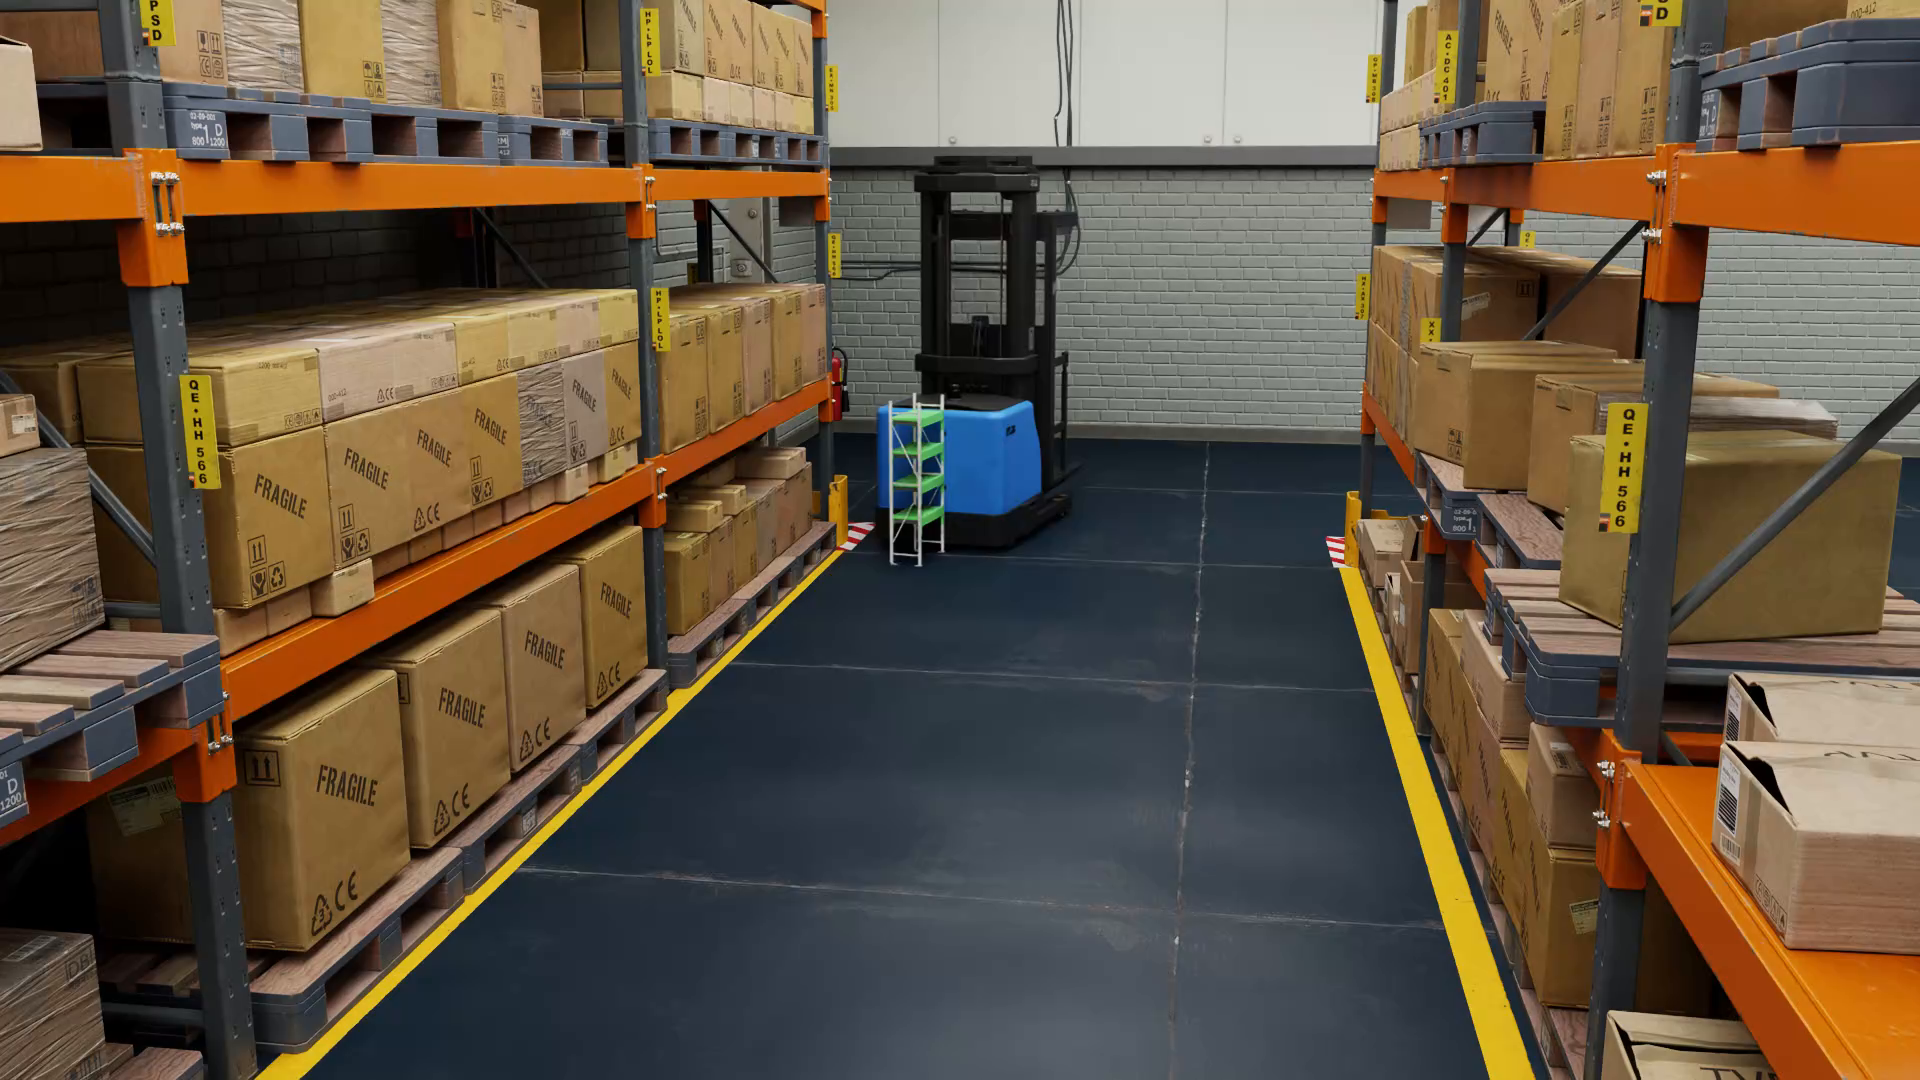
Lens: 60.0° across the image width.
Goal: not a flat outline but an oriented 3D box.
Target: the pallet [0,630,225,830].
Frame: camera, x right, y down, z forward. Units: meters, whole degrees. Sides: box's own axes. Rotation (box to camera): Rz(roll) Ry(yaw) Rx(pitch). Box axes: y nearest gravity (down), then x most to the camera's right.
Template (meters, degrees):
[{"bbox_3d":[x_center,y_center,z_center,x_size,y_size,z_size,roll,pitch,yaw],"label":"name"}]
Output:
[{"bbox_3d":[-2.708,0.451,4.236,1.213,0.211,1.003,2,12,9],"label":"pallet"}]

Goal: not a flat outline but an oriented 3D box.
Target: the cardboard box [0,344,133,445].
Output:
[{"bbox_3d":[-2.890,-0.468,5.274,0.500,0.250,0.500,2,12,10],"label":"cardboard box"}]

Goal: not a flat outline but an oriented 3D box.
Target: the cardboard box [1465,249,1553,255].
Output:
[{"bbox_3d":[3.548,-1.631,10.831,0.500,0.500,0.500,2,12,10],"label":"cardboard box"}]

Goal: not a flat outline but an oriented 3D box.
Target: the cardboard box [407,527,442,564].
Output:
[{"bbox_3d":[-2.254,-0.011,6.475,0.380,0.149,0.250,2,12,10],"label":"cardboard box"}]

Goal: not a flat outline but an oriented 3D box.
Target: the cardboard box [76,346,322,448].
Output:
[{"bbox_3d":[-2.375,-0.457,5.225,0.500,0.250,0.500,2,12,10],"label":"cardboard box"}]

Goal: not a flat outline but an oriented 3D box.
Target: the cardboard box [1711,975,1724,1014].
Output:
[{"bbox_3d":[2.619,1.177,5.299,0.500,0.500,0.500,1,12,7],"label":"cardboard box"}]

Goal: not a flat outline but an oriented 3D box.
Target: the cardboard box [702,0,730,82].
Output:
[{"bbox_3d":[-1.629,-2.887,9.494,0.500,0.500,0.500,2,12,7],"label":"cardboard box"}]

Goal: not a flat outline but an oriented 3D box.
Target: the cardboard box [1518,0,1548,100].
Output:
[{"bbox_3d":[2.576,-1.995,6.537,0.600,0.600,0.600,2,12,8],"label":"cardboard box"}]

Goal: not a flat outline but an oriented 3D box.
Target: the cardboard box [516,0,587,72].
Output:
[{"bbox_3d":[-2.212,-2.794,9.059,0.500,0.500,0.500,2,12,8],"label":"cardboard box"}]

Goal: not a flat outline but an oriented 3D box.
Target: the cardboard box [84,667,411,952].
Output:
[{"bbox_3d":[-2.461,0.902,5.793,0.750,0.750,0.750,2,12,8],"label":"cardboard box"}]

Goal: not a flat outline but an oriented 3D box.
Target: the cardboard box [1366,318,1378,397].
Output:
[{"bbox_3d":[3.093,-1.265,11.507,0.500,0.500,0.500,2,12,10],"label":"cardboard box"}]

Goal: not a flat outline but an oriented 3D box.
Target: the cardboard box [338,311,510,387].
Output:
[{"bbox_3d":[-2.152,-0.774,6.694,0.500,0.250,0.500,2,12,7],"label":"cardboard box"}]

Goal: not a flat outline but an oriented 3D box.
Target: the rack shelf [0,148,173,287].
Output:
[{"bbox_3d":[-3.012,-0.493,2.748,1.077,0.370,4.000,2,12,9],"label":"rack shelf"}]

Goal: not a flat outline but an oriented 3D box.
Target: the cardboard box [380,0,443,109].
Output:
[{"bbox_3d":[-2.495,-1.958,6.556,0.700,0.500,0.500,2,12,9],"label":"cardboard box"}]

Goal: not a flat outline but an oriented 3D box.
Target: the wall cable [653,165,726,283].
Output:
[{"bbox_3d":[-2.211,-2.254,13.919,0.084,1.984,1.851,2,12,9],"label":"wall cable"}]

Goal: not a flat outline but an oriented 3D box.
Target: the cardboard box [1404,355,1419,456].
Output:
[{"bbox_3d":[2.708,-0.736,9.052,0.500,0.500,0.500,2,12,10],"label":"cardboard box"}]

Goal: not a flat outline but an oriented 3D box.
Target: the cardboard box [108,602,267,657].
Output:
[{"bbox_3d":[-2.424,0.257,5.227,0.380,0.149,0.250,2,12,8],"label":"cardboard box"}]

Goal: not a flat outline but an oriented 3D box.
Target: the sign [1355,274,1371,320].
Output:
[{"bbox_3d":[2.886,-1.741,11.896,0.100,0.325,0.005,2,12,9],"label":"sign"}]

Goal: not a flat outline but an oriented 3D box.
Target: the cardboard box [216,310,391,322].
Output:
[{"bbox_3d":[-2.647,-0.788,6.761,0.500,0.250,0.500,2,12,7],"label":"cardboard box"}]

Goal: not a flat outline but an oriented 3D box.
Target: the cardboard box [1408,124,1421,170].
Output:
[{"bbox_3d":[2.774,-2.178,9.218,0.500,0.250,0.500,2,12,9],"label":"cardboard box"}]

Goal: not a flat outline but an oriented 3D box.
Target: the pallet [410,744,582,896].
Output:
[{"bbox_3d":[-2.318,1.154,7.139,1.003,0.211,1.213,2,12,9],"label":"pallet"}]

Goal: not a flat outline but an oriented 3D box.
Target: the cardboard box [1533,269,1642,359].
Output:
[{"bbox_3d":[3.157,-1.094,8.339,0.500,0.500,0.500,2,12,10],"label":"cardboard box"}]

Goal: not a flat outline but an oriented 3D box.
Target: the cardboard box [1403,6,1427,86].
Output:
[{"bbox_3d":[3.198,-3.095,10.505,0.700,0.500,0.500,2,12,9],"label":"cardboard box"}]

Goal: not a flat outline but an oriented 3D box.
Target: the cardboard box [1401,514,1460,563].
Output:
[{"bbox_3d":[3.090,0.147,10.075,0.797,0.503,0.637,2,12,9],"label":"cardboard box"}]

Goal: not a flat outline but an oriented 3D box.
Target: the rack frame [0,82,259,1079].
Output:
[{"bbox_3d":[-2.704,0.205,4.920,1.000,3.000,0.127,2,12,9],"label":"rack frame"}]

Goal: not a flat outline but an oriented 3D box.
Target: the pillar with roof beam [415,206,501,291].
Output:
[{"bbox_3d":[1.418,-3.594,8.311,9.100,9.000,0.400,2,12,9],"label":"pillar with roof beam"}]

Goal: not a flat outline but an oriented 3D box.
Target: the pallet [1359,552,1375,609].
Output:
[{"bbox_3d":[3.288,0.245,11.356,1.003,0.211,1.213,2,12,9],"label":"pallet"}]

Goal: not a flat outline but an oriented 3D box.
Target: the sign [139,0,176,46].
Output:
[{"bbox_3d":[-2.168,-1.496,4.466,0.100,0.325,0.005,2,12,9],"label":"sign"}]

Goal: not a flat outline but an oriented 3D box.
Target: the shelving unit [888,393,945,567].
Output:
[{"bbox_3d":[-0.315,-0.446,12.214,0.258,1.200,0.503,4,13,19],"label":"shelving unit"}]

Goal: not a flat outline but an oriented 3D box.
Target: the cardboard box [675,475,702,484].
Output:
[{"bbox_3d":[-1.893,-0.327,10.788,0.380,0.149,0.250,2,12,8],"label":"cardboard box"}]

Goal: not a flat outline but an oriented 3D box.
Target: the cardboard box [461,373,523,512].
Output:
[{"bbox_3d":[-2.137,-0.412,6.794,0.500,0.500,0.500,2,12,10],"label":"cardboard box"}]

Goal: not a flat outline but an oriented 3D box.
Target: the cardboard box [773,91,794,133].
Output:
[{"bbox_3d":[-1.403,-2.838,11.042,0.500,0.250,0.500,1,12,7],"label":"cardboard box"}]

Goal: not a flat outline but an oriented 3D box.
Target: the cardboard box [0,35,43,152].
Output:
[{"bbox_3d":[-2.548,-1.068,3.875,0.500,0.311,0.500,2,12,9],"label":"cardboard box"}]

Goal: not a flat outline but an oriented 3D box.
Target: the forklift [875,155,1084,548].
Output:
[{"bbox_3d":[0.316,-1.643,13.659,1.130,2.935,3.031,4,13,19],"label":"forklift"}]

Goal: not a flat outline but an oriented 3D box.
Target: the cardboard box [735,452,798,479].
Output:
[{"bbox_3d":[-1.361,-0.525,11.709,0.380,0.149,0.250,2,12,10],"label":"cardboard box"}]

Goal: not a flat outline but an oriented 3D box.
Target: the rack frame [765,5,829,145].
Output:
[{"bbox_3d":[-1.474,-4.393,12.015,1.000,3.000,0.127,2,12,9],"label":"rack frame"}]

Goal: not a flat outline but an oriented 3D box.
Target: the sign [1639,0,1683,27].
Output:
[{"bbox_3d":[1.656,-1.372,3.892,0.100,0.325,0.005,2,12,9],"label":"sign"}]

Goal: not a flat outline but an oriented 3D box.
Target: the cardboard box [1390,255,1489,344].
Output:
[{"bbox_3d":[2.861,-1.435,9.922,0.500,0.500,0.500,2,12,8],"label":"cardboard box"}]

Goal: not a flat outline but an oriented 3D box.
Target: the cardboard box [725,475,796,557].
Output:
[{"bbox_3d":[-1.559,-0.190,11.692,0.700,0.500,0.500,2,12,8],"label":"cardboard box"}]

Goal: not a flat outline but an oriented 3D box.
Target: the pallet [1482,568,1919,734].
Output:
[{"bbox_3d":[2.226,0.316,4.864,1.213,0.211,1.003,2,12,9],"label":"pallet"}]

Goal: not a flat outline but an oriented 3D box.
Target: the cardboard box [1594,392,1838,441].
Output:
[{"bbox_3d":[2.506,-0.208,5.604,0.700,0.500,0.500,4,13,19],"label":"cardboard box"}]

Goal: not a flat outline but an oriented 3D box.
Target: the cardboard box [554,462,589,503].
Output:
[{"bbox_3d":[-1.943,-0.272,7.684,0.380,0.149,0.250,2,12,9],"label":"cardboard box"}]

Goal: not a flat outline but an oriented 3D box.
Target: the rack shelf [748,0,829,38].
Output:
[{"bbox_3d":[-1.781,-3.429,10.201,1.077,0.370,4.000,2,12,9],"label":"rack shelf"}]

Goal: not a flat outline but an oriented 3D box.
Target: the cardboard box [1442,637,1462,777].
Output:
[{"bbox_3d":[2.420,0.744,7.312,0.500,0.500,0.500,2,12,9],"label":"cardboard box"}]

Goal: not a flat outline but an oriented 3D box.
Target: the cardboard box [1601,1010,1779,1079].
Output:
[{"bbox_3d":[1.821,1.329,3.903,0.500,0.311,0.500,2,12,11],"label":"cardboard box"}]

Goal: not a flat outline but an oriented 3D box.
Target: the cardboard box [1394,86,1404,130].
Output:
[{"bbox_3d":[2.931,-2.631,10.130,0.500,0.250,0.500,2,12,9],"label":"cardboard box"}]

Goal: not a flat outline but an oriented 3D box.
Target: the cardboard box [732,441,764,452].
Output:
[{"bbox_3d":[-1.661,-0.644,12.258,0.380,0.149,0.250,2,12,9],"label":"cardboard box"}]

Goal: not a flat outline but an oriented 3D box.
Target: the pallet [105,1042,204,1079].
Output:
[{"bbox_3d":[-2.826,1.731,4.459,1.003,0.211,1.213,2,12,9],"label":"pallet"}]

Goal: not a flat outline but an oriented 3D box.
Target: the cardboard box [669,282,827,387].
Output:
[{"bbox_3d":[-1.542,-1.500,12.122,0.980,0.700,0.700,2,12,11],"label":"cardboard box"}]

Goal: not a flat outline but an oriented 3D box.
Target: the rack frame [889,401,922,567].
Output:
[{"bbox_3d":[-0.395,-0.397,11.988,0.240,1.200,0.015,4,13,19],"label":"rack frame"}]
